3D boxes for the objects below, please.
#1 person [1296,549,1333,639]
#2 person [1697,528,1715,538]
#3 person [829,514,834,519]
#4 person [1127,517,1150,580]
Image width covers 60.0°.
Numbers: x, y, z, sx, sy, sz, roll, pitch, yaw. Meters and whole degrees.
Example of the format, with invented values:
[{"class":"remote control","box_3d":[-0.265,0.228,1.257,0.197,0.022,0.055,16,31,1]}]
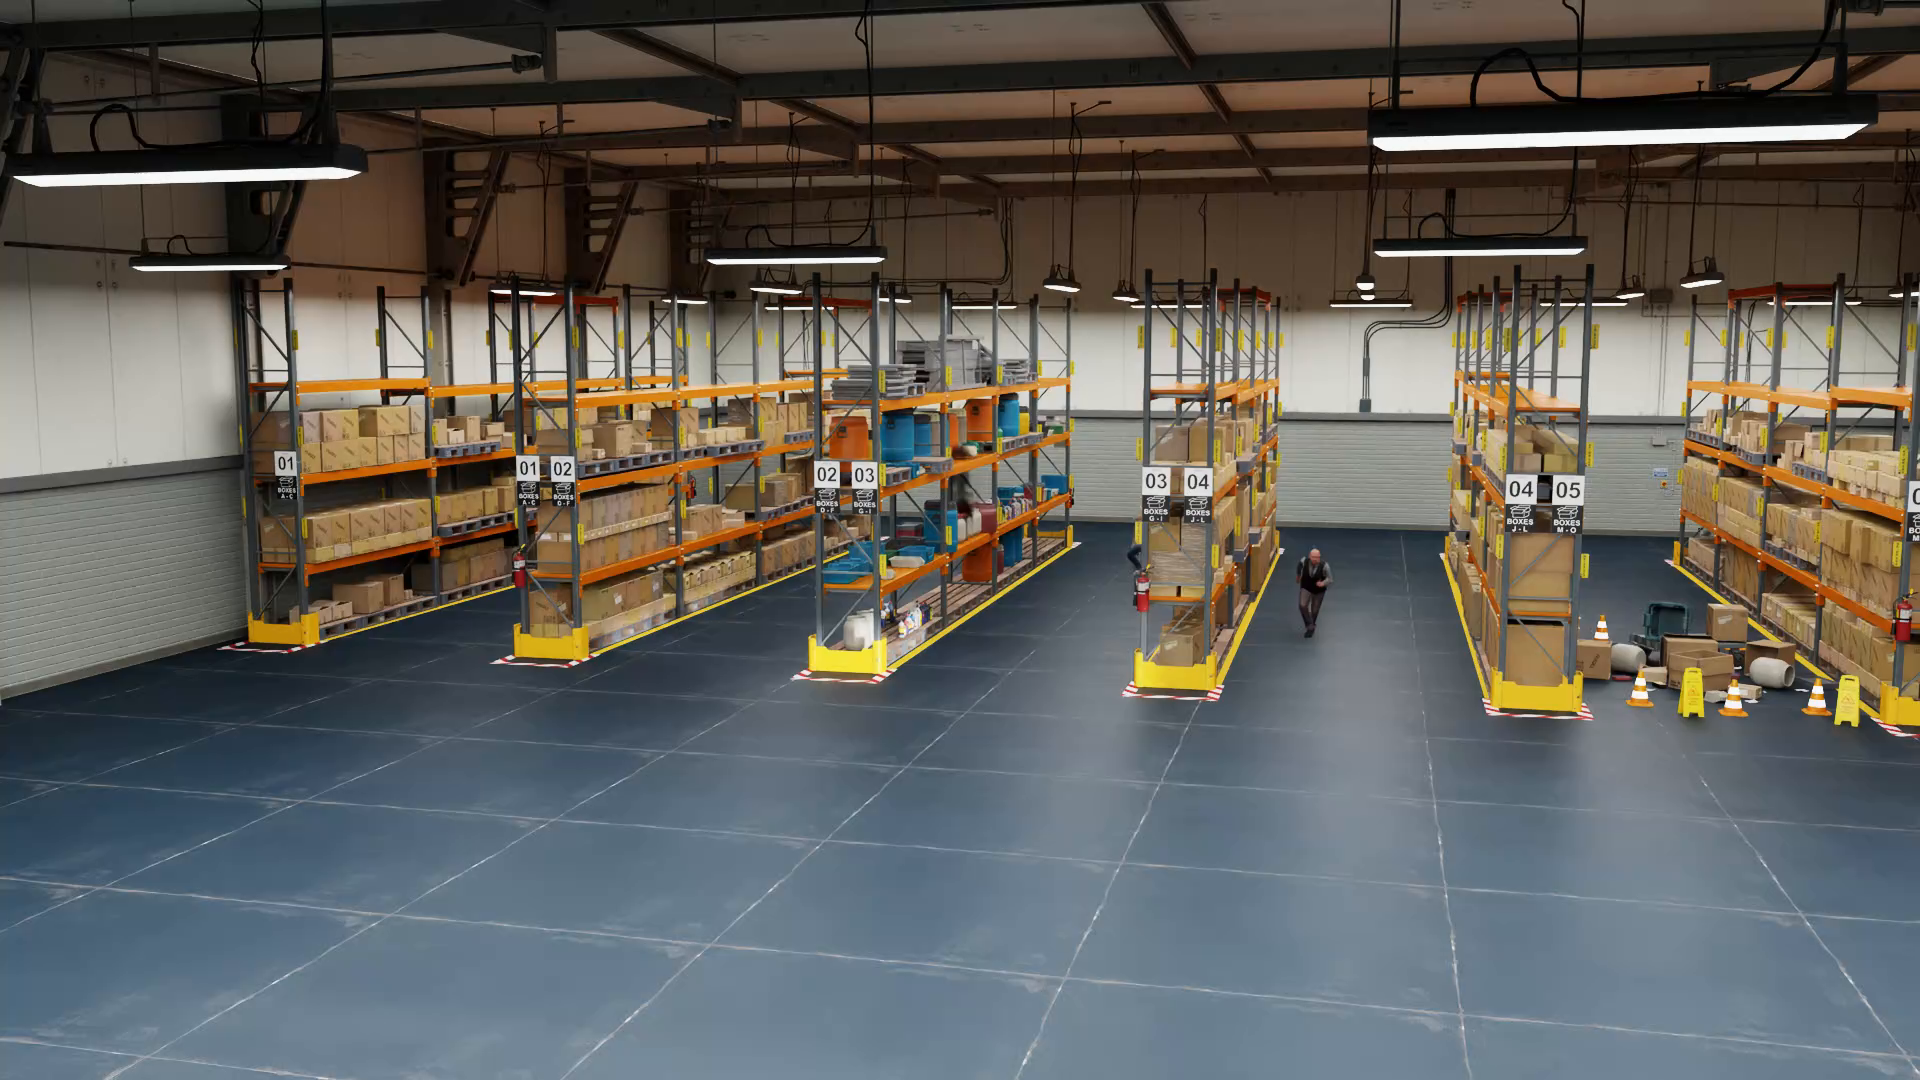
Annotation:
[{"class":"person","box_3d":[5.994,0.867,28.114,0.637,1.526,1.117,2,7,15]},{"class":"person","box_3d":[17.230,-0.345,38.028,0.792,1.664,0.613,4,8,29]},{"class":"person","box_3d":[-3.627,-1.210,44.945,0.847,1.656,0.645,6,9,40]},{"class":"person","box_3d":[3.775,0.193,33.918,0.543,1.389,0.994,4,8,30]}]
